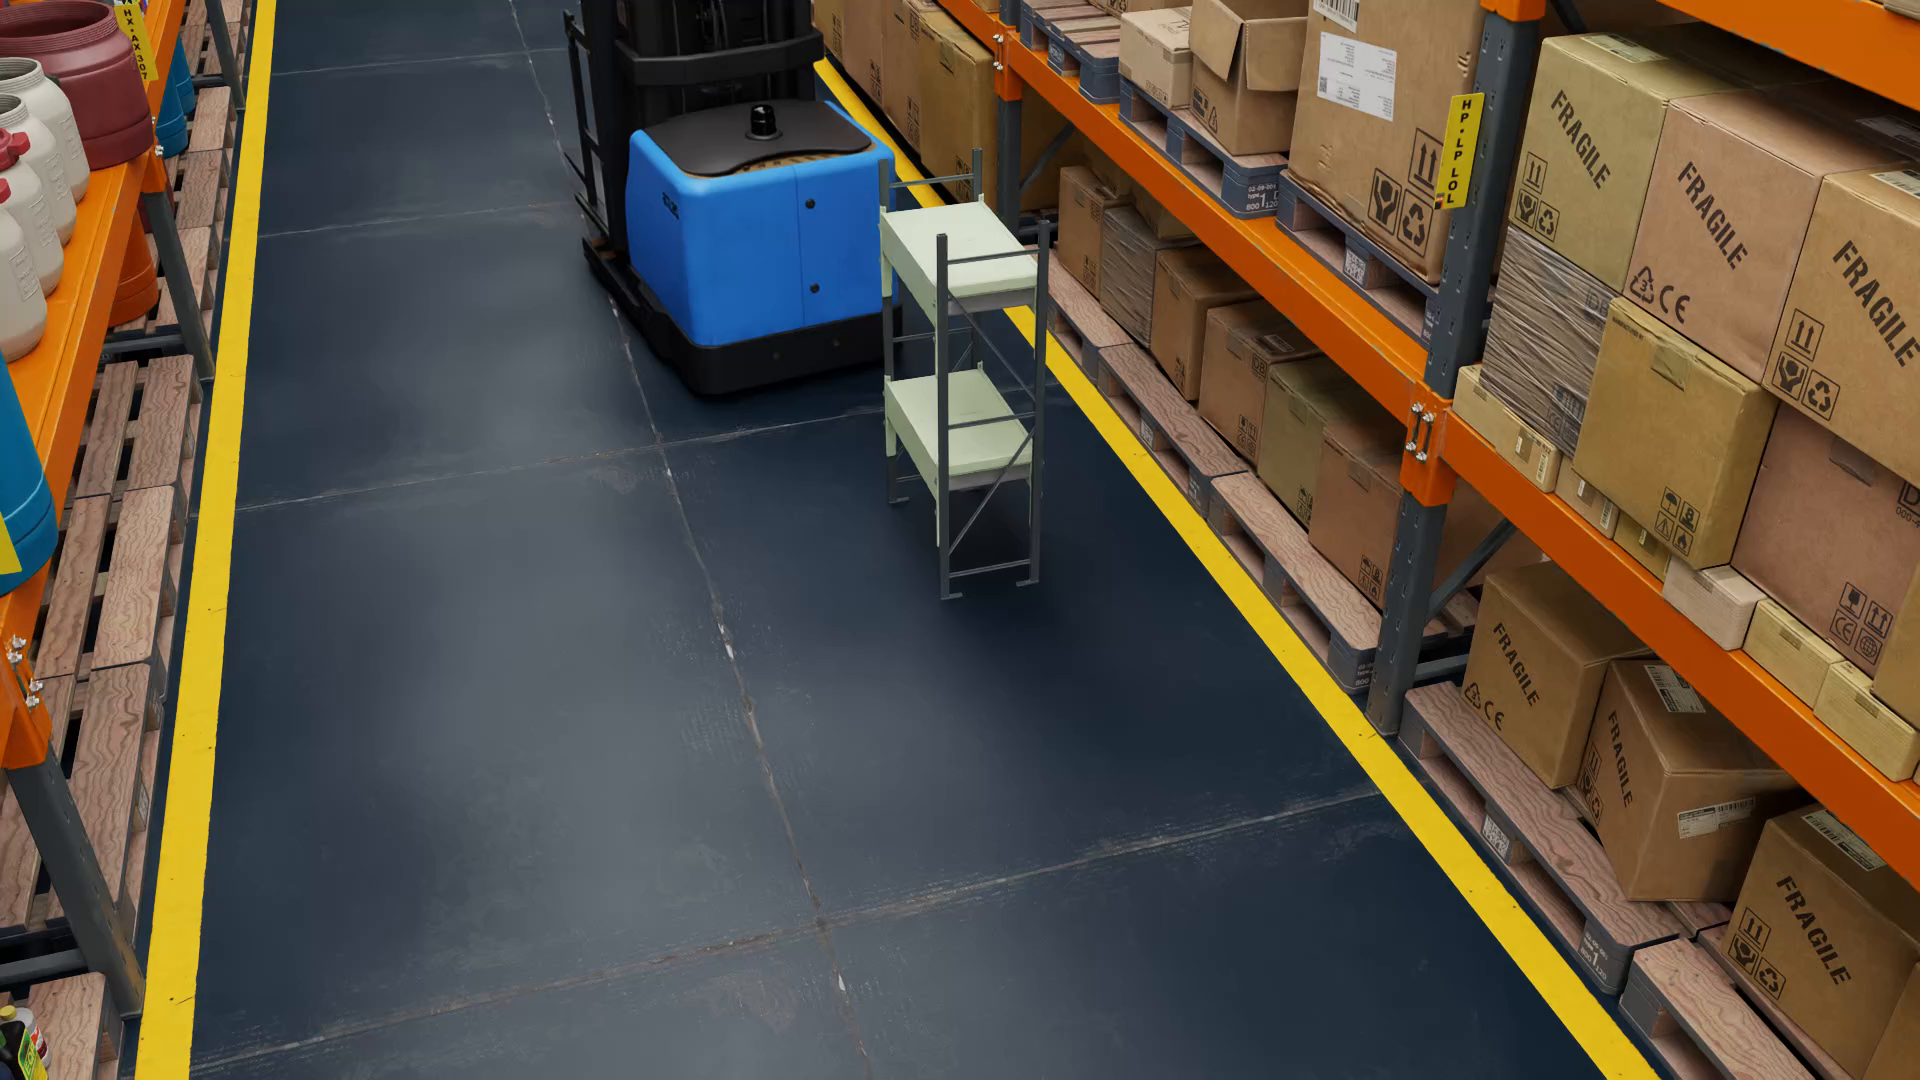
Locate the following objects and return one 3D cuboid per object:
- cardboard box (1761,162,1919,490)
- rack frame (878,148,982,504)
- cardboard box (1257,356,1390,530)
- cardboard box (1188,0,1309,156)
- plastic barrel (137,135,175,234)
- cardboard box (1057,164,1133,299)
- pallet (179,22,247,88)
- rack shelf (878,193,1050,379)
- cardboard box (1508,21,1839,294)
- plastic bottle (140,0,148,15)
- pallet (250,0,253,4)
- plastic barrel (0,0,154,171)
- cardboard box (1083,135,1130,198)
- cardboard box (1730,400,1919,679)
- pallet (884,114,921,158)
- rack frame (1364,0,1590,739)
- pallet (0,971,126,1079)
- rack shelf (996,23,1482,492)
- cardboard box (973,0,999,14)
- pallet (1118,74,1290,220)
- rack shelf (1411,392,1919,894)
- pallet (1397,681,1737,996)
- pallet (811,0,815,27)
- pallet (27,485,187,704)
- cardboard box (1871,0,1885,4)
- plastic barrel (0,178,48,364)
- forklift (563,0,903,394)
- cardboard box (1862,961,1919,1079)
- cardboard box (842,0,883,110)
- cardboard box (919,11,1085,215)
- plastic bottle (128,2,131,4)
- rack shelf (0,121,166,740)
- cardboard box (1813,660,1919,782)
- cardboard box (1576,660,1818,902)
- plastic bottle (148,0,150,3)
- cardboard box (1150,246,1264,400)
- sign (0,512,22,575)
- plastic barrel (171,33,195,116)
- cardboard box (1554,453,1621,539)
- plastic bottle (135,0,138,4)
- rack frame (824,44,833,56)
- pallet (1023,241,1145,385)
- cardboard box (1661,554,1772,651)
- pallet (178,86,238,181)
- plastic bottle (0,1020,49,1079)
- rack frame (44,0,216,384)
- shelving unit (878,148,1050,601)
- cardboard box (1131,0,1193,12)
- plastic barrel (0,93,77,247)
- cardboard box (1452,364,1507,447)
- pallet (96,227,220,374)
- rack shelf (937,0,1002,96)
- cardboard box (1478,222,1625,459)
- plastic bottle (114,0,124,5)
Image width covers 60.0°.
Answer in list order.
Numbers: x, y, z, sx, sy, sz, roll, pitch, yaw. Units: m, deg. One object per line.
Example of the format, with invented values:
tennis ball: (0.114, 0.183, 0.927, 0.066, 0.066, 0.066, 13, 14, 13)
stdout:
cardboard box: (2.108, -0.464, 3.464, 0.500, 0.500, 0.500, -10, 35, -15)
rack frame: (-0.110, -0.814, 6.622, 0.400, 1.500, 0.023, -10, 35, -15)
cardboard box: (1.613, -0.405, 6.510, 0.700, 0.500, 0.500, -10, 35, -15)
cardboard box: (1.291, -1.798, 6.275, 0.797, 0.503, 0.637, -7, 34, -10)
plastic barrel: (-4.540, -1.968, 8.814, 0.600, 0.588, 0.708, -10, 35, -15)
cardboard box: (0.911, -1.577, 8.284, 0.700, 0.500, 0.500, -12, 35, -17)
pallet: (-5.511, -3.268, 11.504, 1.003, 0.211, 1.213, -10, 35, -15)
rack shelf: (0.002, -0.948, 6.116, 0.431, 0.370, 0.720, -10, 35, -15)
cardboard box: (1.803, -0.989, 4.258, 0.500, 0.500, 0.500, -10, 35, -15)
plastic bottle: (-4.163, -2.799, 8.371, 0.061, 0.283, 0.133, -10, 35, -15)
pallet: (-6.255, -4.549, 13.443, 1.003, 0.211, 1.213, -10, 35, -15)
plastic barrel: (-3.600, -1.816, 6.654, 0.600, 0.536, 0.708, -10, 35, -15)
cardboard box: (0.920, -1.892, 8.080, 0.500, 0.250, 0.500, -9, 34, -13)
cardboard box: (2.353, -0.090, 3.805, 0.875, 0.500, 0.500, -10, 35, -15)
pallet: (0.150, -2.687, 10.626, 1.003, 0.211, 1.213, -10, 35, -15)
rack frame: (1.907, -0.685, 5.065, 1.000, 3.000, 0.127, -10, 35, -15)
pallet: (-2.644, 1.671, 4.029, 1.003, 0.211, 1.213, -10, 35, -15)
rack shelf: (1.297, -1.435, 6.853, 1.077, 0.370, 4.000, -10, 35, -15)
cardboard box: (0.301, -3.044, 8.545, 0.500, 0.500, 0.500, -9, 35, -13)
pallet: (1.330, -1.672, 6.734, 1.003, 0.211, 1.213, -10, 35, -15)
rack shelf: (2.517, 0.665, 3.675, 1.077, 0.370, 4.000, -10, 35, -15)
pallet: (2.146, 0.825, 5.310, 1.003, 0.211, 1.213, -10, 35, -15)
pallet: (-0.690, -4.134, 12.815, 1.003, 0.211, 1.213, -10, 35, -15)
pallet: (-3.462, 0.264, 6.159, 1.003, 0.211, 1.213, -10, 35, -15)
cardboard box: (1.967, -1.317, 3.438, 0.500, 0.250, 0.500, -10, 35, -15)
plastic barrel: (-3.116, -0.833, 5.166, 0.433, 0.535, 0.433, 0, 33, 0)
forklift: (-1.377, -2.687, 8.158, 1.130, 2.935, 3.031, -15, 36, -22)
cardboard box: (2.565, 1.312, 3.929, 0.500, 0.500, 0.500, -7, 34, -10)
cardboard box: (-0.045, -3.372, 10.679, 1.225, 0.875, 0.875, -11, 35, -16)
cardboard box: (0.497, -2.439, 9.267, 1.225, 0.875, 0.875, -12, 35, -17)
plastic bottle: (-4.045, -2.529, 8.037, 0.097, 0.201, 0.097, 0, 33, 0)
rack shelf: (-3.420, -0.602, 5.592, 1.077, 0.370, 4.000, -10, 35, -15)
cardboard box: (2.157, 0.369, 3.699, 0.380, 0.149, 0.250, -10, 35, -15)
cardboard box: (2.173, 0.699, 4.858, 0.500, 0.500, 0.500, 0, 33, 1)
plastic bottle: (-4.277, -2.910, 8.545, 0.152, 0.276, 0.135, -10, 35, -15)
cardboard box: (1.272, -0.992, 7.398, 0.700, 0.500, 0.500, -7, 34, -11)
sign: (-2.282, -0.054, 3.860, 0.100, 0.325, 0.005, -10, 35, -15)
plastic barrel: (-5.100, -3.063, 10.187, 0.600, 0.901, 0.708, -10, 35, -15)
cardboard box: (1.853, -0.156, 4.494, 0.380, 0.149, 0.250, -10, 35, -15)
plastic bottle: (-4.115, -2.679, 8.201, 0.097, 0.271, 0.097, 0, 33, 0)
rack frame: (-0.533, -4.885, 11.422, 1.000, 3.000, 0.127, -10, 35, -15)
pallet: (0.924, -1.211, 8.391, 1.003, 0.211, 1.213, -10, 35, -15)
cardboard box: (1.975, 0.111, 4.088, 0.380, 0.149, 0.250, -10, 35, -15)
pallet: (-5.054, -2.477, 10.306, 1.003, 0.211, 1.213, -10, 35, -15)
plastic bottle: (-2.349, 1.295, 4.134, 0.061, 0.283, 0.133, -8, 34, -12)
rack frame: (-4.030, -1.952, 6.983, 1.000, 3.000, 0.127, -10, 35, -15)
shelving unit: (0.002, -0.622, 6.331, 0.431, 1.500, 0.755, -10, 35, -15)
cardboard box: (1.156, -2.449, 7.263, 0.700, 0.500, 0.500, -5, 34, -8)
plastic barrel: (-3.384, -1.273, 5.855, 0.421, 0.512, 0.421, 0, 33, 0)
cardboard box: (1.687, -0.416, 4.887, 0.380, 0.149, 0.250, -10, 35, -15)
pallet: (-4.310, -1.195, 8.368, 1.003, 0.211, 1.213, -10, 35, -15)
rack shelf: (0.077, -3.535, 10.031, 1.077, 0.370, 4.000, -10, 35, -15)
cardboard box: (1.986, -0.604, 4.583, 0.875, 0.500, 0.500, -10, 35, -15)
plastic bottle: (-3.995, -2.425, 7.811, 0.152, 0.276, 0.135, -10, 35, -15)
